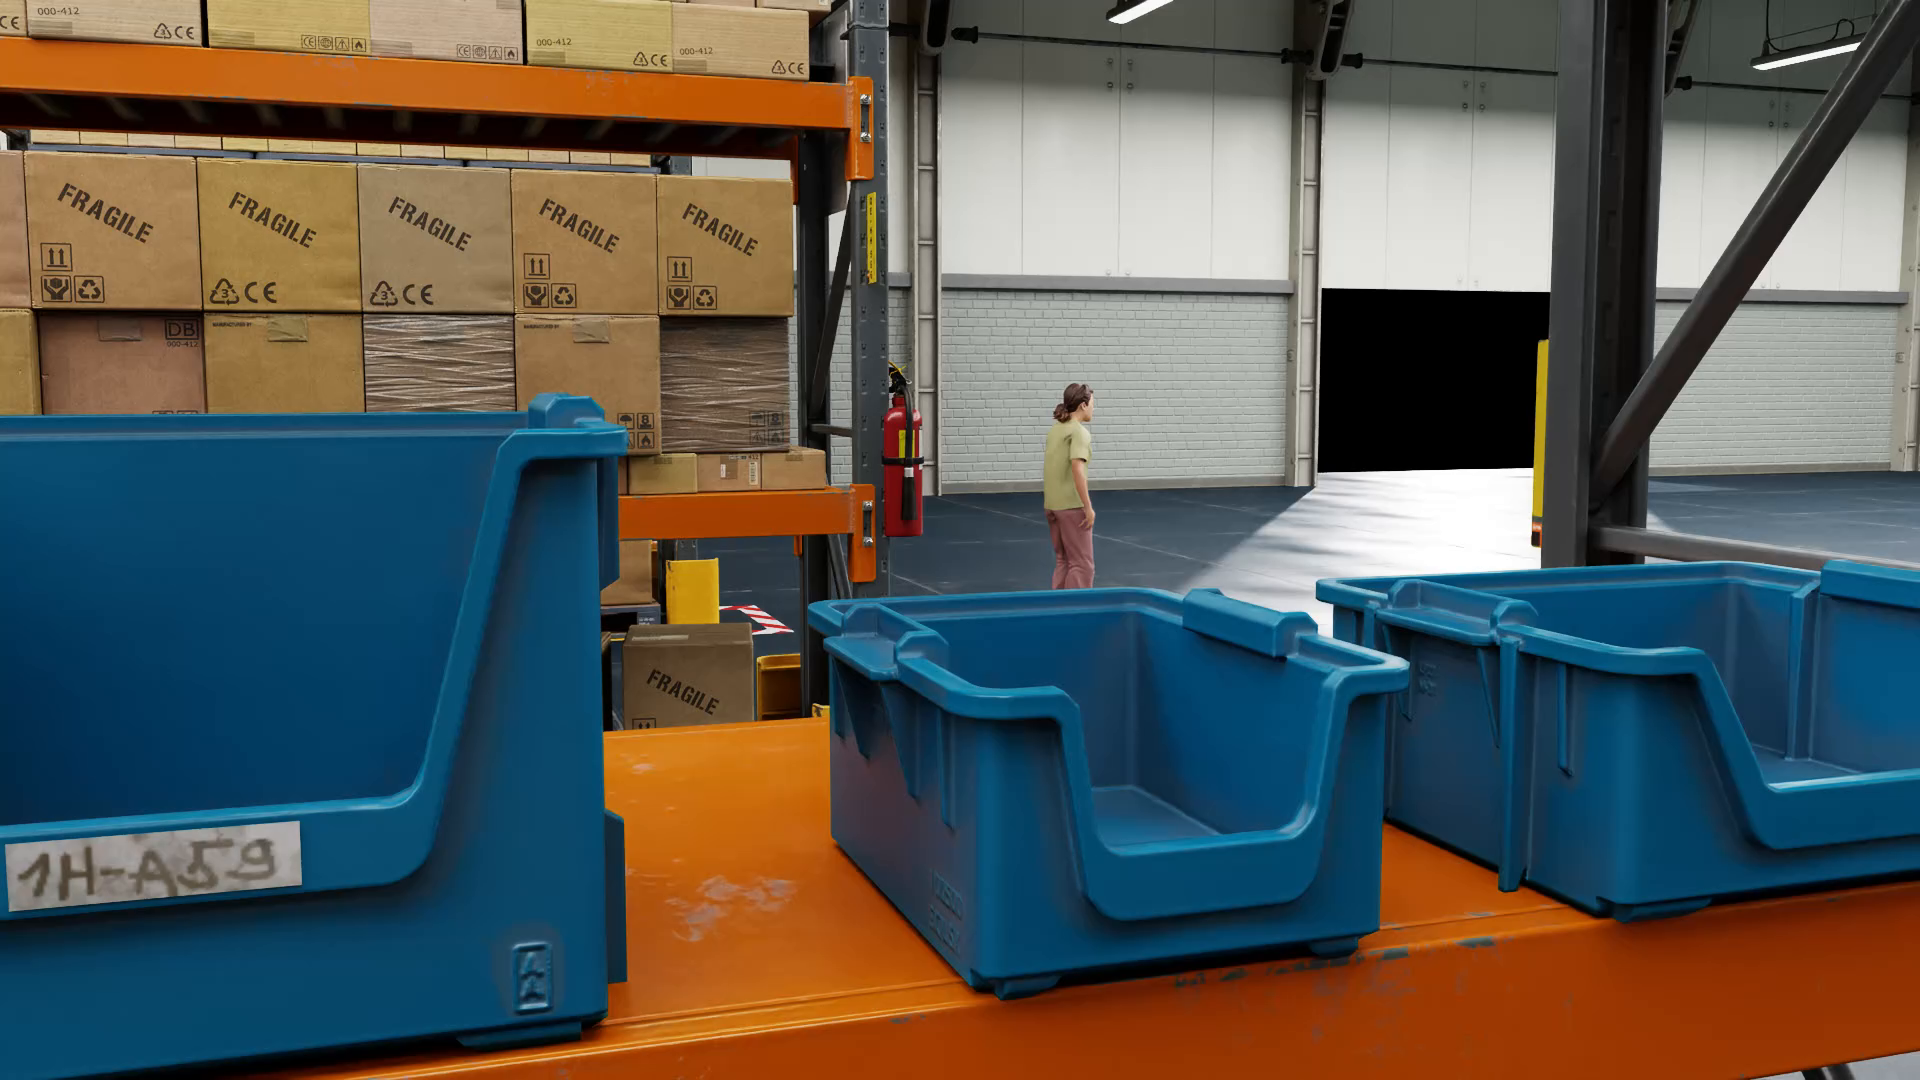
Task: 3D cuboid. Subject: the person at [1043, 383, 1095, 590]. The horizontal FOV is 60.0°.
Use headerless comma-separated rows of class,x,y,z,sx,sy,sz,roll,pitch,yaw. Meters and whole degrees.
person,0.738,-0.190,10.893,0.354,1.673,0.520,-2,6,-22
